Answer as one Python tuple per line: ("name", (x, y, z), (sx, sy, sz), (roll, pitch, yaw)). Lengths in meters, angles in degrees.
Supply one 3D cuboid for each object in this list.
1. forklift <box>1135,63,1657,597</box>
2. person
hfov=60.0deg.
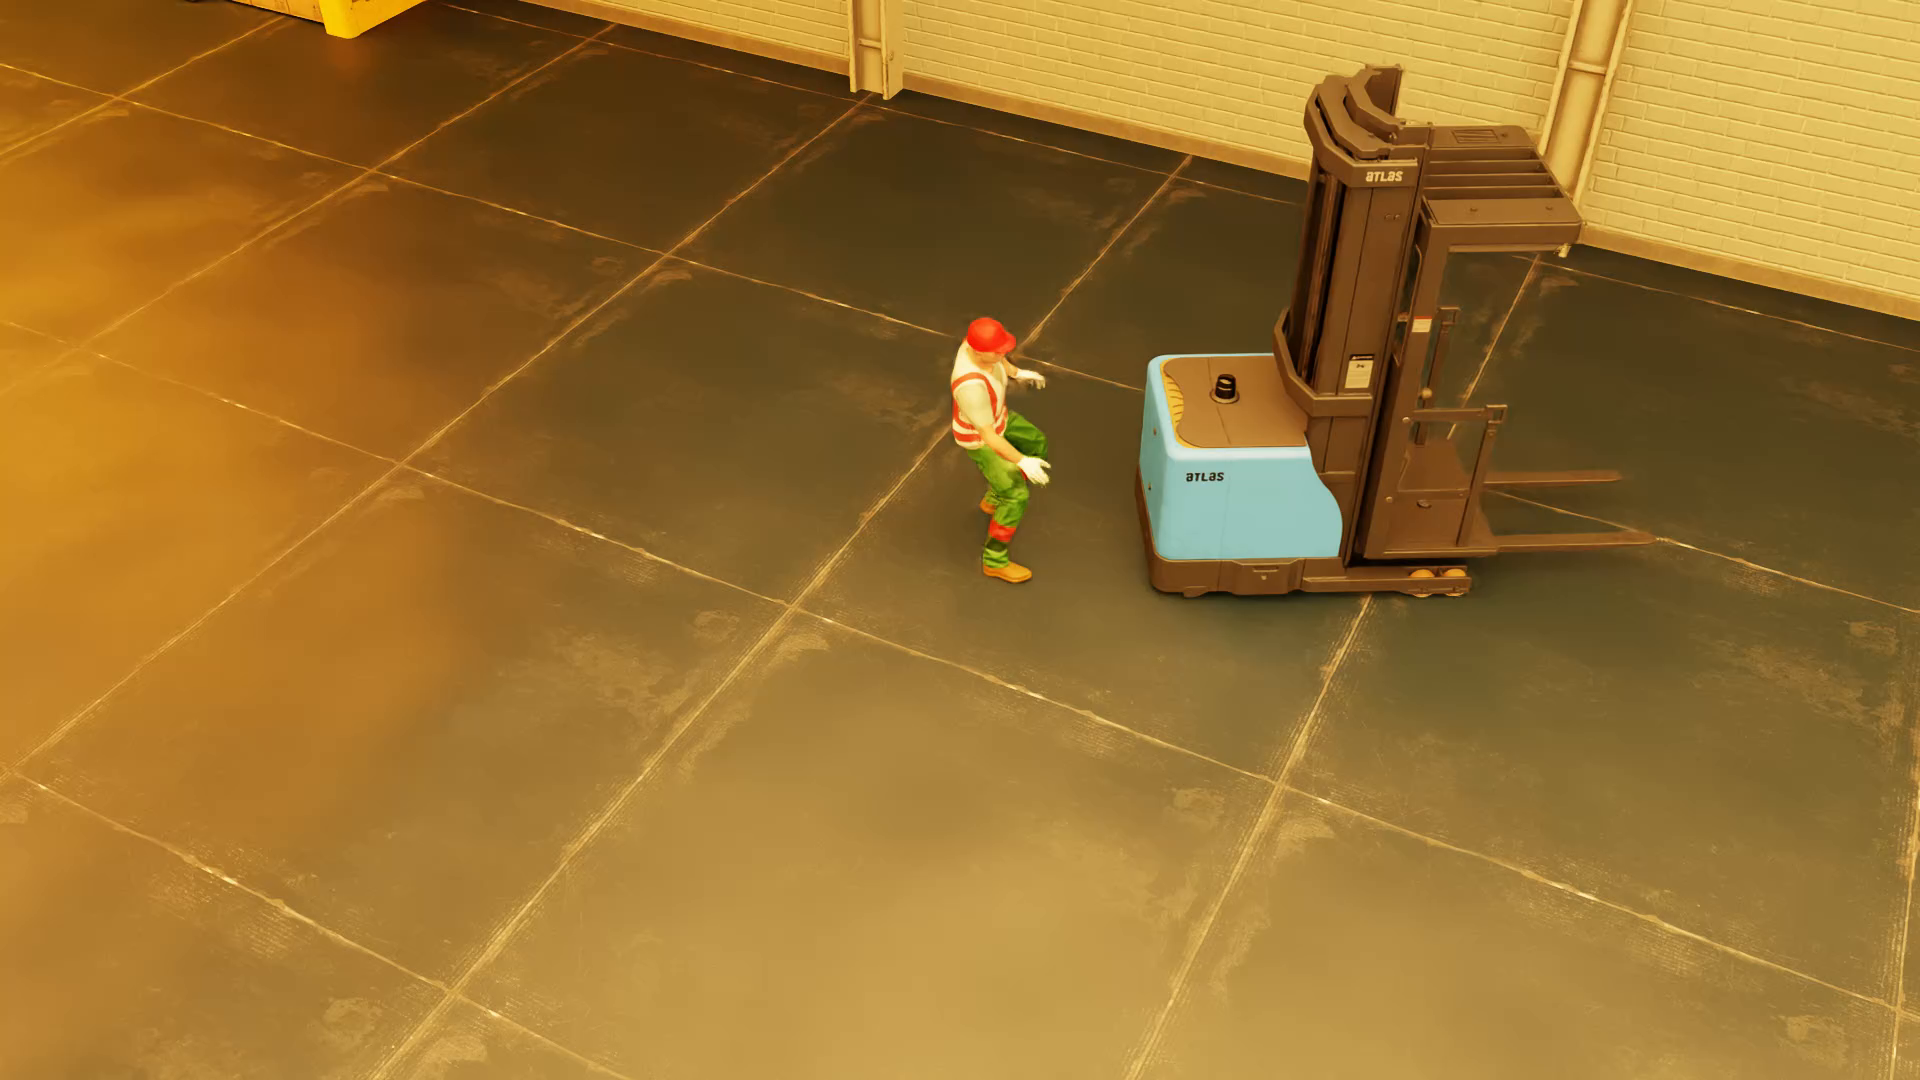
("forklift", (2.631, -1.125, 9.322), (3.031, 2.935, 1.130), (-1, 40, -1))
("person", (0.269, -0.638, 9.766), (0.632, 1.624, 0.907), (6, 41, 7))
